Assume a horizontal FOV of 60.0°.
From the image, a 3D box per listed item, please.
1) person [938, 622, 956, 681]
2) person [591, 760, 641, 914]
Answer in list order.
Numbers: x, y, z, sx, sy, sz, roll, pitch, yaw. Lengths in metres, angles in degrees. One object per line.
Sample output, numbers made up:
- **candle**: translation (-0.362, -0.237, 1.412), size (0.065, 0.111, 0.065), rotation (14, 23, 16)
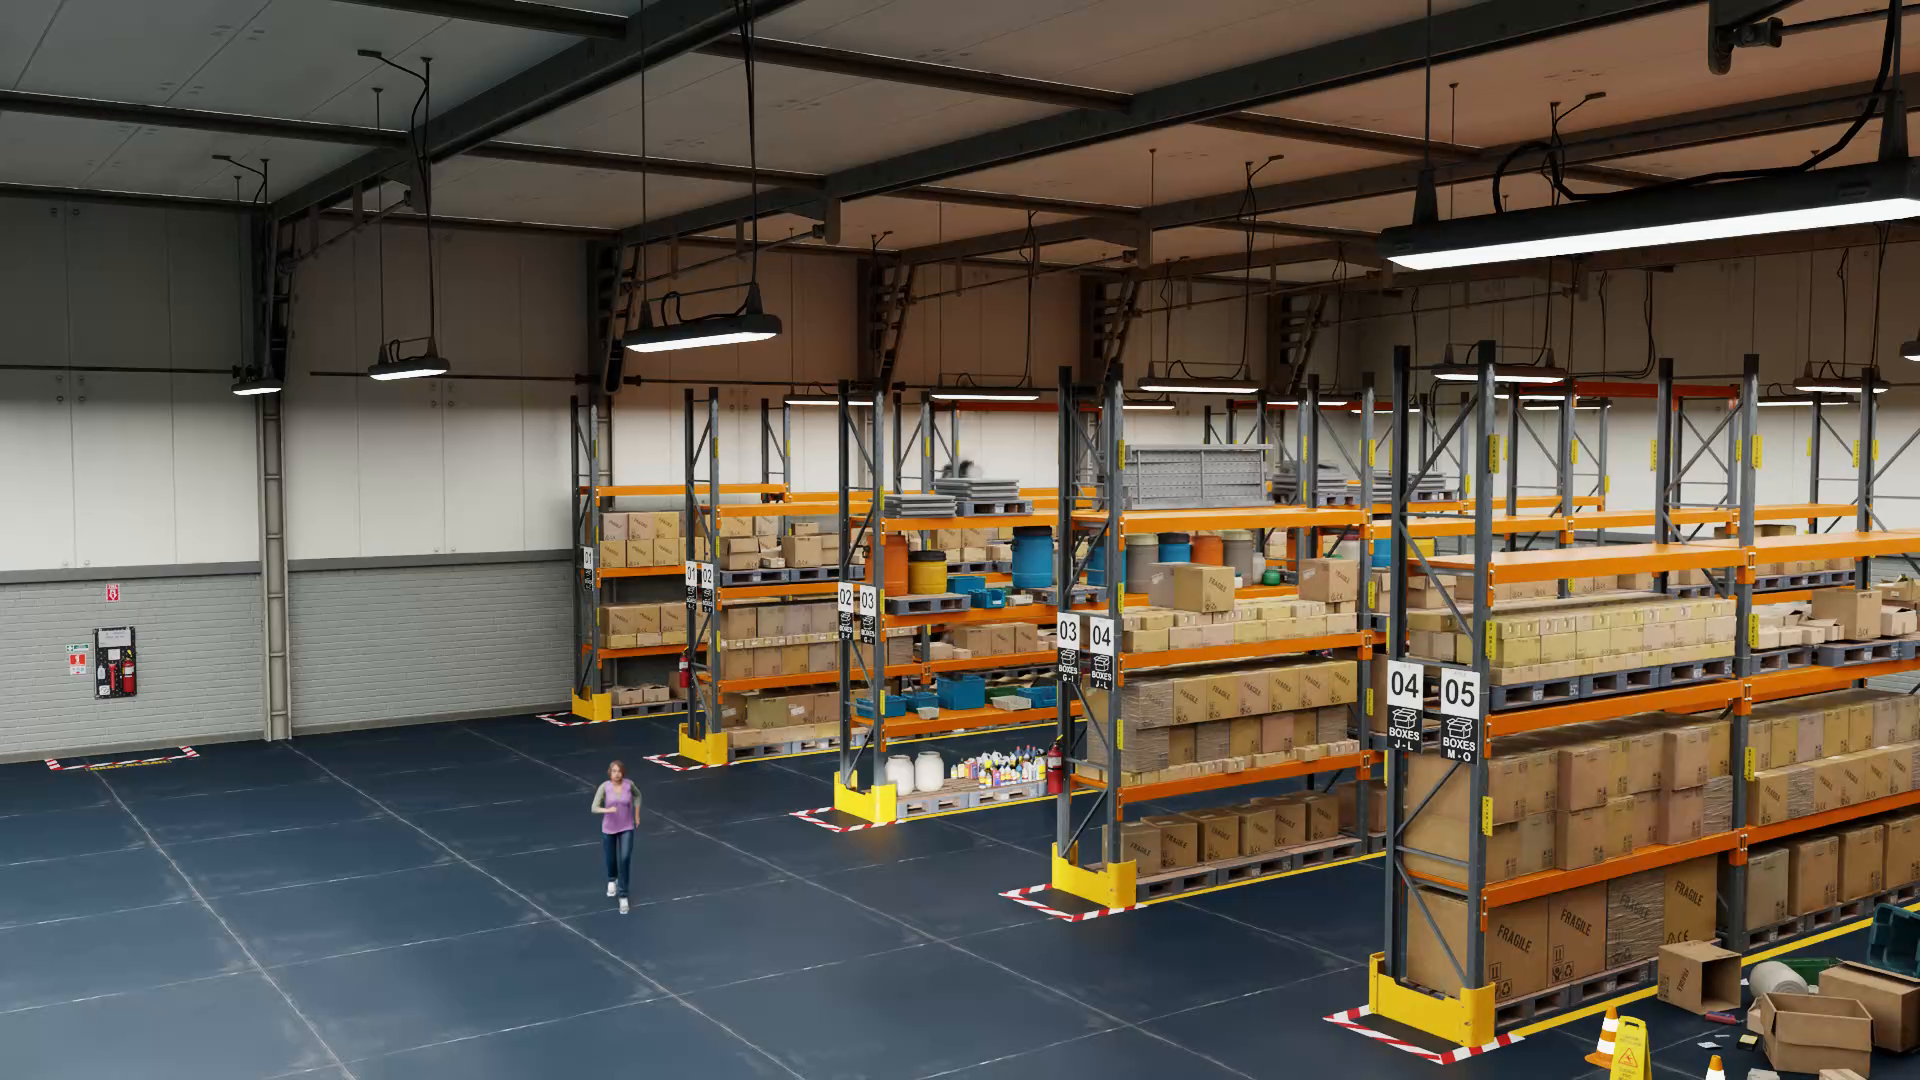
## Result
- **person**: translation (-0.251, 2.385, 31.657), size (0.686, 1.772, 0.692), rotation (-2, 4, -35)
- **person**: translation (-3.803, 3.238, 18.424), size (0.544, 1.631, 0.794), rotation (-1, 4, -13)
